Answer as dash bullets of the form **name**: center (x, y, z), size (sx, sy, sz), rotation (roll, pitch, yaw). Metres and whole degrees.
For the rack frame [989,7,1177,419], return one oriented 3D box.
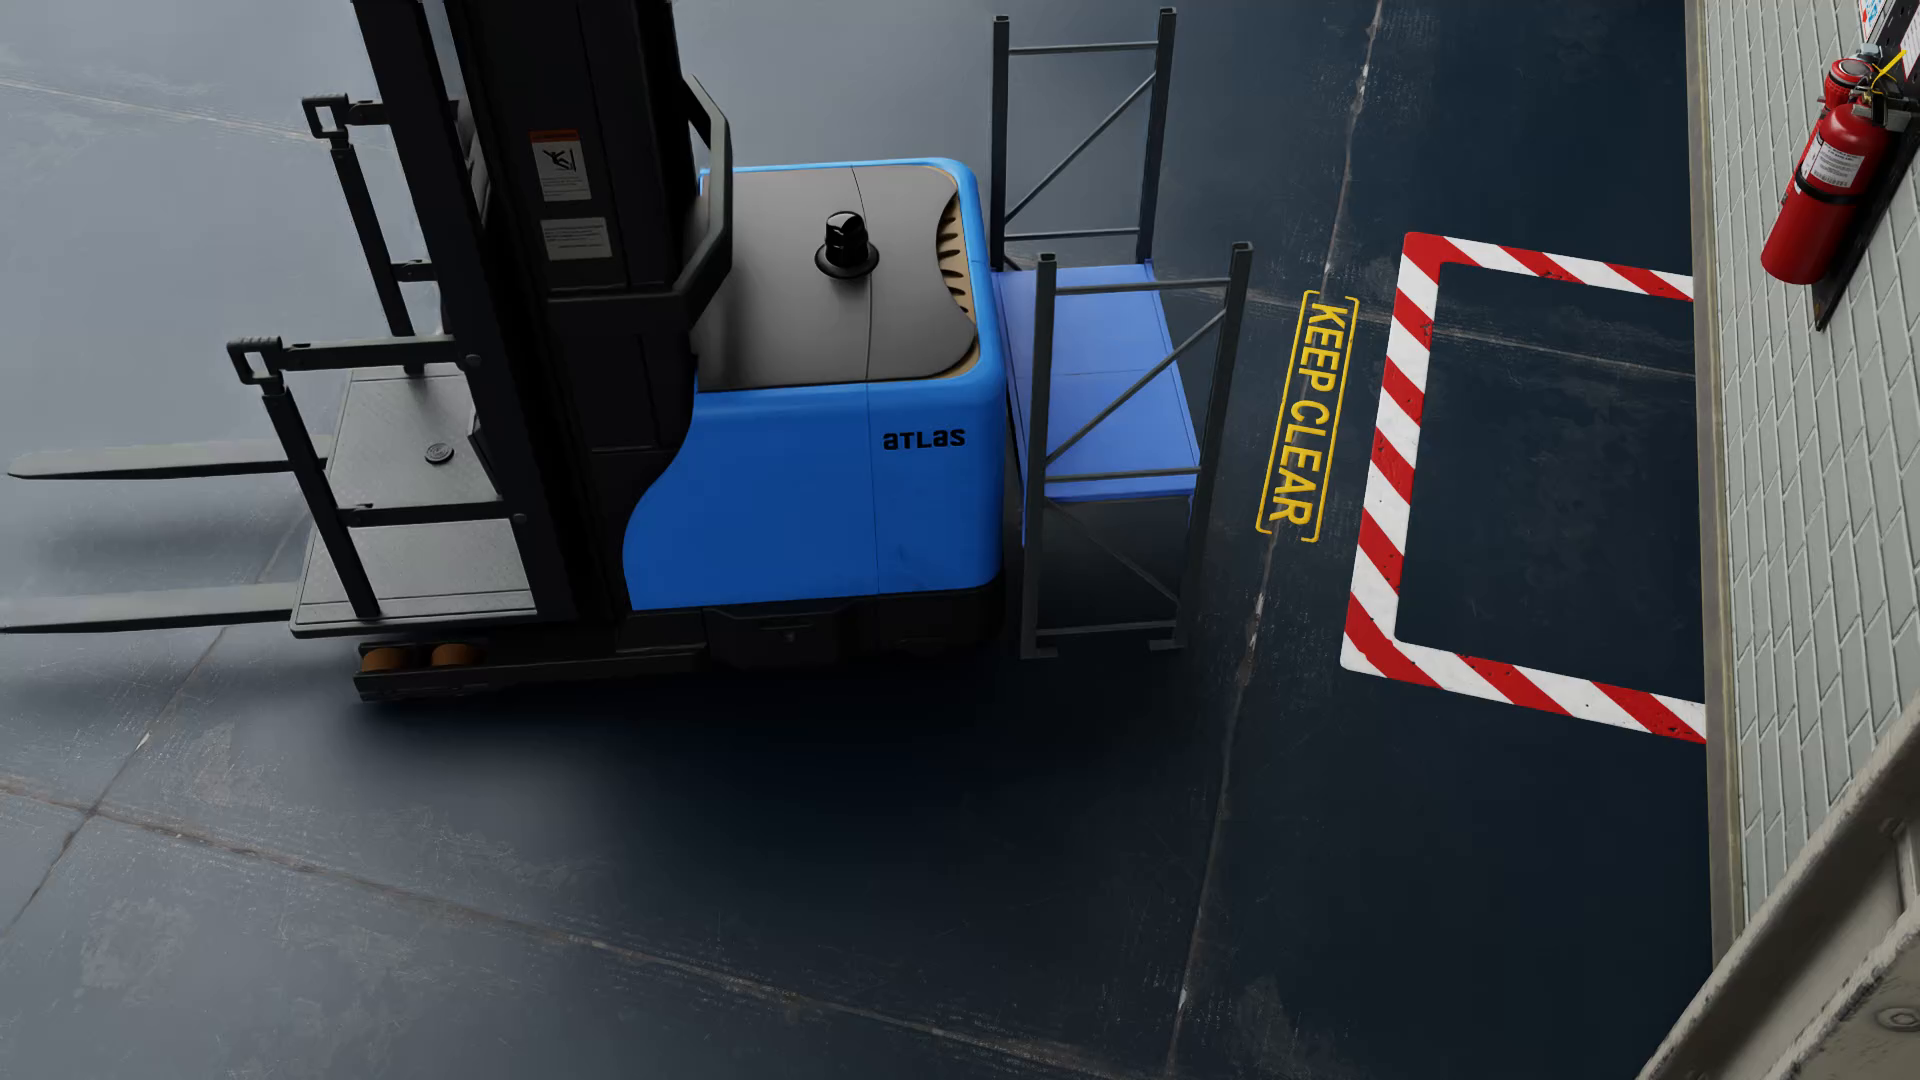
- **rack frame**: center (0.339, -0.929, 5.069), size (0.500, 1.500, 0.032), rotation (-4, 49, -3)

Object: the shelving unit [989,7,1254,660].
- **shelving unit**: center (0.384, -0.549, 4.734), size (0.538, 1.500, 1.048), rotation (-4, 49, -3)

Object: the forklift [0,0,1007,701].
- **forklift**: center (-1.413, -0.919, 4.106), size (3.031, 2.935, 1.130), rotation (-4, 49, -3)

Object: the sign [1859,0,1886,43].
- **sign**: center (2.574, -1.584, 4.624), size (0.001, 0.329, 0.234), rotation (12, 50, 10)

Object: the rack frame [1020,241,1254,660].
- **rack frame**: center (0.428, -0.170, 4.399), size (0.500, 1.500, 0.032), rotation (-4, 49, -3)

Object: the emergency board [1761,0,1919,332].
- **emergency board**: center (2.329, -1.193, 4.302), size (0.194, 1.169, 0.643), rotation (12, 50, 10)

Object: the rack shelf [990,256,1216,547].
- **rack shelf**: center (0.384, -0.430, 4.869), size (0.538, 0.185, 1.000), rotation (-4, 49, -3)
